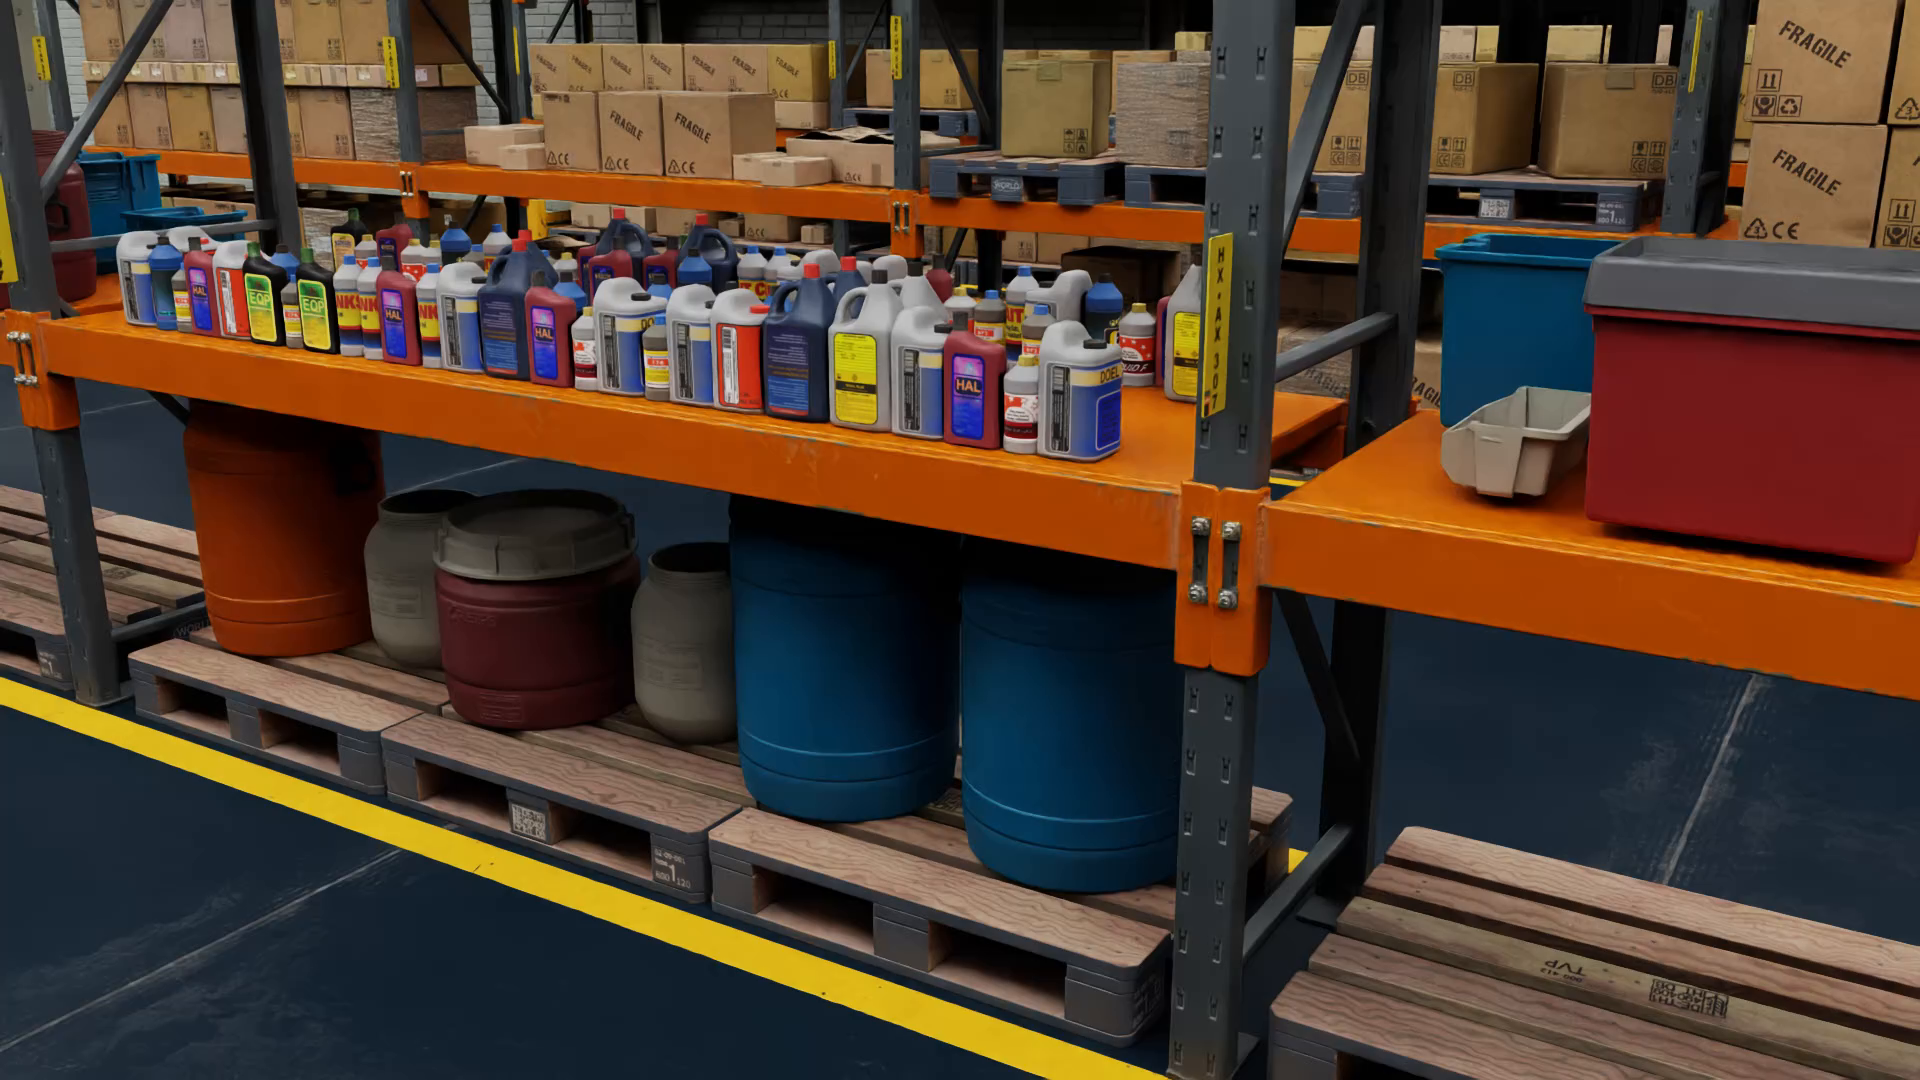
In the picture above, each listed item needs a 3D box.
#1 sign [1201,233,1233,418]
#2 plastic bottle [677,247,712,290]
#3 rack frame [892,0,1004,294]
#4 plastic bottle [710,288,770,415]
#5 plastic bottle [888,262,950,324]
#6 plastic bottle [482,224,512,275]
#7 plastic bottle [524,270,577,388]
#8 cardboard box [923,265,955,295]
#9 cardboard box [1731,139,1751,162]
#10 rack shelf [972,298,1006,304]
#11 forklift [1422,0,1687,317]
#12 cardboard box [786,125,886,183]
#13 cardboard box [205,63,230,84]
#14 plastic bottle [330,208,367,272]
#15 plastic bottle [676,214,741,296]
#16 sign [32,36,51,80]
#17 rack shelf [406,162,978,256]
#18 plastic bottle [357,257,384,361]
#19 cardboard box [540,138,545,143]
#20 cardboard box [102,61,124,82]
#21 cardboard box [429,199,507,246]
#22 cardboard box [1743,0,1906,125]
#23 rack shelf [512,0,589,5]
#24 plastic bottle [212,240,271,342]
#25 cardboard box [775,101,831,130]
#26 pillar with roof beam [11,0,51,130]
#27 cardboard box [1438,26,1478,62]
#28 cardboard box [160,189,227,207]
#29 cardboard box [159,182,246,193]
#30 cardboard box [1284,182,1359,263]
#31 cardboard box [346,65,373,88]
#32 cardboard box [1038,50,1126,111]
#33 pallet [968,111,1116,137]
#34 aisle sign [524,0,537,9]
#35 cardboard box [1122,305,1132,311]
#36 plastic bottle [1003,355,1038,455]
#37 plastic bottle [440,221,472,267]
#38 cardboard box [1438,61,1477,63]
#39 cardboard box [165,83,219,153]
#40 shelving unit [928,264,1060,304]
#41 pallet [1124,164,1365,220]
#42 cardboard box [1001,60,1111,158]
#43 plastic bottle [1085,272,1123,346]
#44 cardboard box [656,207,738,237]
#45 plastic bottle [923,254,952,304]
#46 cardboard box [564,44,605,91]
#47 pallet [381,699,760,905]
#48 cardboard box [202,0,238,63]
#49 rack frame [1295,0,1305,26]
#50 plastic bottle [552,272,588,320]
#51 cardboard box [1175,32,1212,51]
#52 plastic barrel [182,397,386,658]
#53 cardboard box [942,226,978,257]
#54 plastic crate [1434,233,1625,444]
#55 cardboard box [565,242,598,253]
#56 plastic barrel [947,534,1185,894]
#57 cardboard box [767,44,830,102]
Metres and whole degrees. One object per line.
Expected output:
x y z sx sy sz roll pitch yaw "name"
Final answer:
0.468 -0.390 3.028 0.005 0.325 0.100 10 20 30 "sign"
-0.750 -0.691 4.717 0.097 0.271 0.097 0 17 0 "plastic bottle"
-0.055 -2.228 9.556 0.127 3.000 1.000 10 20 30 "rack frame"
-0.488 -0.446 3.903 0.135 0.276 0.152 10 20 30 "plastic bottle"
-0.121 -0.464 3.834 0.185 0.351 0.144 10 20 30 "plastic bottle"
-1.465 -0.868 5.300 0.097 0.271 0.097 0 17 0 "plastic bottle"
-1.021 -0.530 4.164 0.133 0.283 0.061 10 20 30 "plastic bottle"
-0.348 -1.534 10.314 0.500 0.311 0.500 11 20 32 "cardboard box"
5.507 -2.718 11.565 0.250 0.149 0.380 10 20 31 "cardboard box"
0.141 -0.925 7.010 0.480 0.148 0.258 10 20 30 "rack shelf"
4.055 -2.451 10.407 3.031 2.935 1.130 -14 22 -39 "forklift"
-0.716 -2.370 10.174 0.500 0.311 0.500 10 19 29 "cardboard box"
-5.341 -3.456 12.310 0.250 0.149 0.380 10 20 31 "cardboard box"
-2.083 -0.990 5.681 0.133 0.283 0.061 10 20 30 "plastic bottle"
-0.724 -0.766 4.826 0.185 0.351 0.144 10 20 30 "plastic bottle"
-7.168 -3.761 12.975 0.005 0.325 0.100 10 20 30 "sign"
-1.759 -2.188 10.662 4.000 0.370 1.077 10 20 30 "rack shelf"
-1.579 -0.630 4.514 0.097 0.271 0.097 0 17 0 "plastic bottle"
-2.618 -2.684 11.288 0.258 0.266 0.396 10 19 29 "cardboard box"
-6.424 -3.651 12.951 0.250 0.149 0.380 10 19 29 "cardboard box"
-3.695 -2.229 12.276 0.500 0.500 0.500 10 20 30 "cardboard box"
3.608 -2.005 6.927 0.500 0.500 0.500 11 20 31 "cardboard box"
-2.579 -5.459 16.269 4.000 0.370 1.077 10 20 30 "rack shelf"
-2.057 -0.726 4.825 0.135 0.276 0.152 10 20 30 "plastic bottle"
-1.436 -3.999 15.608 0.500 0.250 0.500 10 20 30 "cardboard box"
-15.712 -8.410 19.584 0.400 9.000 9.100 10 20 30 "pillar with roof beam"
3.673 -3.725 12.474 0.500 0.250 0.500 10 20 30 "cardboard box"
-6.104 -2.477 13.092 0.500 0.500 0.500 10 20 30 "cardboard box"
-6.259 -2.681 13.765 0.500 0.500 0.500 10 20 30 "cardboard box"
3.092 -2.484 13.373 0.750 0.750 0.750 10 19 29 "cardboard box"
-4.017 -3.221 11.537 0.250 0.149 0.380 10 19 29 "cardboard box"
1.055 -3.967 14.351 0.500 0.500 0.700 10 20 30 "cardboard box"
0.826 -3.655 14.582 1.213 0.211 1.003 10 20 30 "pallet"
-4.501 -5.853 17.016 0.004 0.787 0.394 10 20 30 "aisle sign"
0.632 -1.024 9.136 0.500 0.500 0.500 9 19 28 "cardboard box"
0.140 -0.289 3.514 0.097 0.201 0.097 0 17 0 "plastic bottle"
-1.631 -0.898 5.397 0.097 0.271 0.097 0 17 0 "plastic bottle"
3.678 -3.360 12.565 0.500 0.500 0.500 10 20 30 "cardboard box"
-5.611 -3.263 12.790 0.500 0.500 0.700 10 20 30 "cardboard box"
0.141 -0.549 7.124 0.503 1.200 0.258 10 20 30 "shelving unit"
1.605 -1.842 8.613 1.213 0.211 1.003 10 20 30 "pallet"
0.541 -2.409 9.257 0.500 0.500 0.700 4 17 12 "cardboard box"
0.364 -0.542 4.224 0.097 0.271 0.097 0 17 0 "plastic bottle"
-2.656 -3.349 16.788 0.500 0.500 0.700 9 19 27 "cardboard box"
-0.088 -0.634 4.509 0.133 0.283 0.061 10 20 30 "plastic bottle"
-3.617 -4.744 16.773 0.500 0.500 0.500 10 20 30 "cardboard box"
-0.921 0.628 4.952 1.213 0.211 1.003 10 20 30 "pallet"
-5.128 -3.800 12.326 0.500 0.500 0.700 10 20 30 "cardboard box"
2.534 -3.456 13.596 0.127 3.000 1.000 10 20 30 "rack frame"
-0.995 -0.546 4.239 0.097 0.271 0.097 0 17 0 "plastic bottle"
1.943 -4.115 13.721 0.250 0.149 0.380 7 18 21 "cardboard box"
-2.225 -0.094 5.542 0.708 0.830 0.600 10 20 30 "plastic barrel"
0.228 -2.904 15.326 0.500 0.500 0.700 10 19 29 "cardboard box"
1.334 -0.428 3.554 0.575 0.384 0.392 10 20 30 "plastic crate"
-2.522 -1.922 11.591 0.500 0.311 0.500 11 20 32 "cardboard box"
0.303 0.323 4.046 0.708 0.901 0.600 10 20 30 "plastic barrel"
-1.439 -4.356 15.494 0.500 0.500 0.500 10 20 30 "cardboard box"
